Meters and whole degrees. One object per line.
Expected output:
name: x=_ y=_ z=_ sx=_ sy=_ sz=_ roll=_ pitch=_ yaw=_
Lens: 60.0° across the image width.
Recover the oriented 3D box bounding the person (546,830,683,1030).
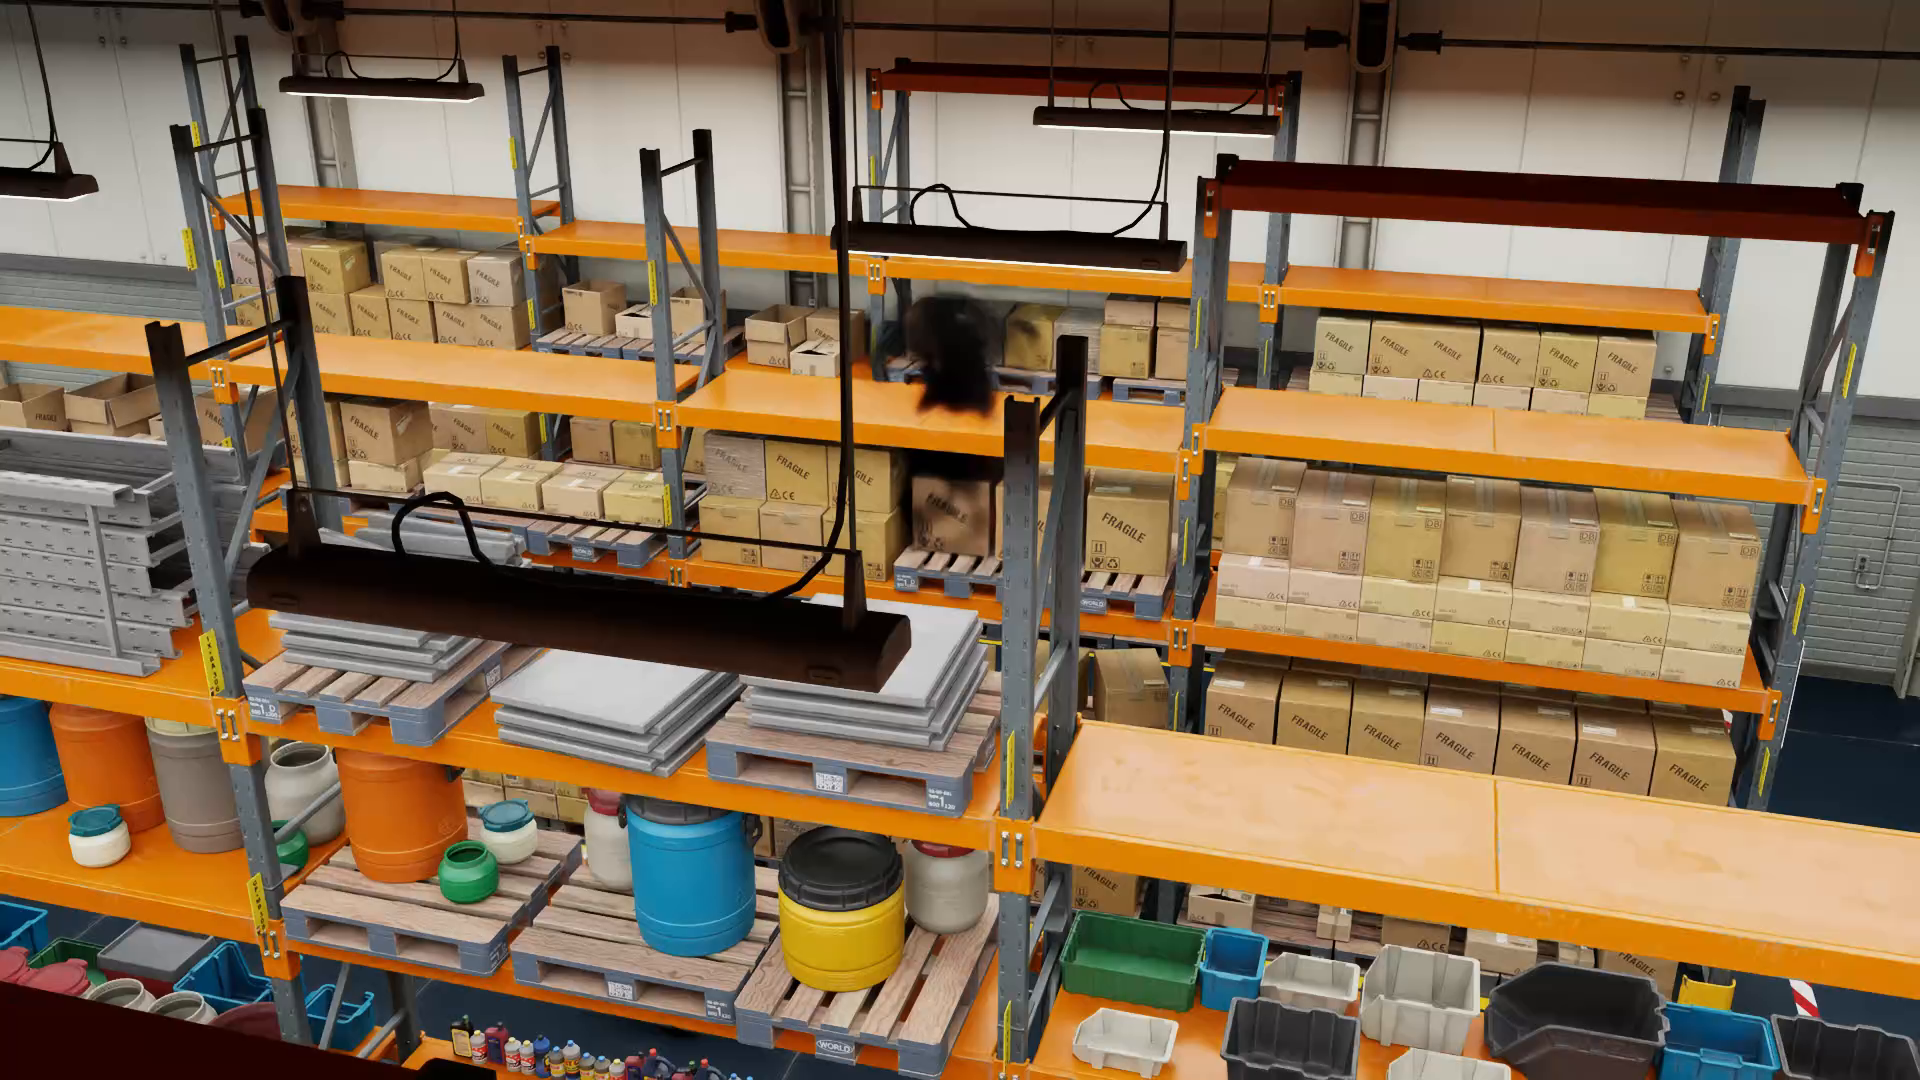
person: x=-2.526 y=2.838 z=11.966 sx=1.154 sy=1.550 sz=0.666 roll=11 pitch=25 yaw=25
